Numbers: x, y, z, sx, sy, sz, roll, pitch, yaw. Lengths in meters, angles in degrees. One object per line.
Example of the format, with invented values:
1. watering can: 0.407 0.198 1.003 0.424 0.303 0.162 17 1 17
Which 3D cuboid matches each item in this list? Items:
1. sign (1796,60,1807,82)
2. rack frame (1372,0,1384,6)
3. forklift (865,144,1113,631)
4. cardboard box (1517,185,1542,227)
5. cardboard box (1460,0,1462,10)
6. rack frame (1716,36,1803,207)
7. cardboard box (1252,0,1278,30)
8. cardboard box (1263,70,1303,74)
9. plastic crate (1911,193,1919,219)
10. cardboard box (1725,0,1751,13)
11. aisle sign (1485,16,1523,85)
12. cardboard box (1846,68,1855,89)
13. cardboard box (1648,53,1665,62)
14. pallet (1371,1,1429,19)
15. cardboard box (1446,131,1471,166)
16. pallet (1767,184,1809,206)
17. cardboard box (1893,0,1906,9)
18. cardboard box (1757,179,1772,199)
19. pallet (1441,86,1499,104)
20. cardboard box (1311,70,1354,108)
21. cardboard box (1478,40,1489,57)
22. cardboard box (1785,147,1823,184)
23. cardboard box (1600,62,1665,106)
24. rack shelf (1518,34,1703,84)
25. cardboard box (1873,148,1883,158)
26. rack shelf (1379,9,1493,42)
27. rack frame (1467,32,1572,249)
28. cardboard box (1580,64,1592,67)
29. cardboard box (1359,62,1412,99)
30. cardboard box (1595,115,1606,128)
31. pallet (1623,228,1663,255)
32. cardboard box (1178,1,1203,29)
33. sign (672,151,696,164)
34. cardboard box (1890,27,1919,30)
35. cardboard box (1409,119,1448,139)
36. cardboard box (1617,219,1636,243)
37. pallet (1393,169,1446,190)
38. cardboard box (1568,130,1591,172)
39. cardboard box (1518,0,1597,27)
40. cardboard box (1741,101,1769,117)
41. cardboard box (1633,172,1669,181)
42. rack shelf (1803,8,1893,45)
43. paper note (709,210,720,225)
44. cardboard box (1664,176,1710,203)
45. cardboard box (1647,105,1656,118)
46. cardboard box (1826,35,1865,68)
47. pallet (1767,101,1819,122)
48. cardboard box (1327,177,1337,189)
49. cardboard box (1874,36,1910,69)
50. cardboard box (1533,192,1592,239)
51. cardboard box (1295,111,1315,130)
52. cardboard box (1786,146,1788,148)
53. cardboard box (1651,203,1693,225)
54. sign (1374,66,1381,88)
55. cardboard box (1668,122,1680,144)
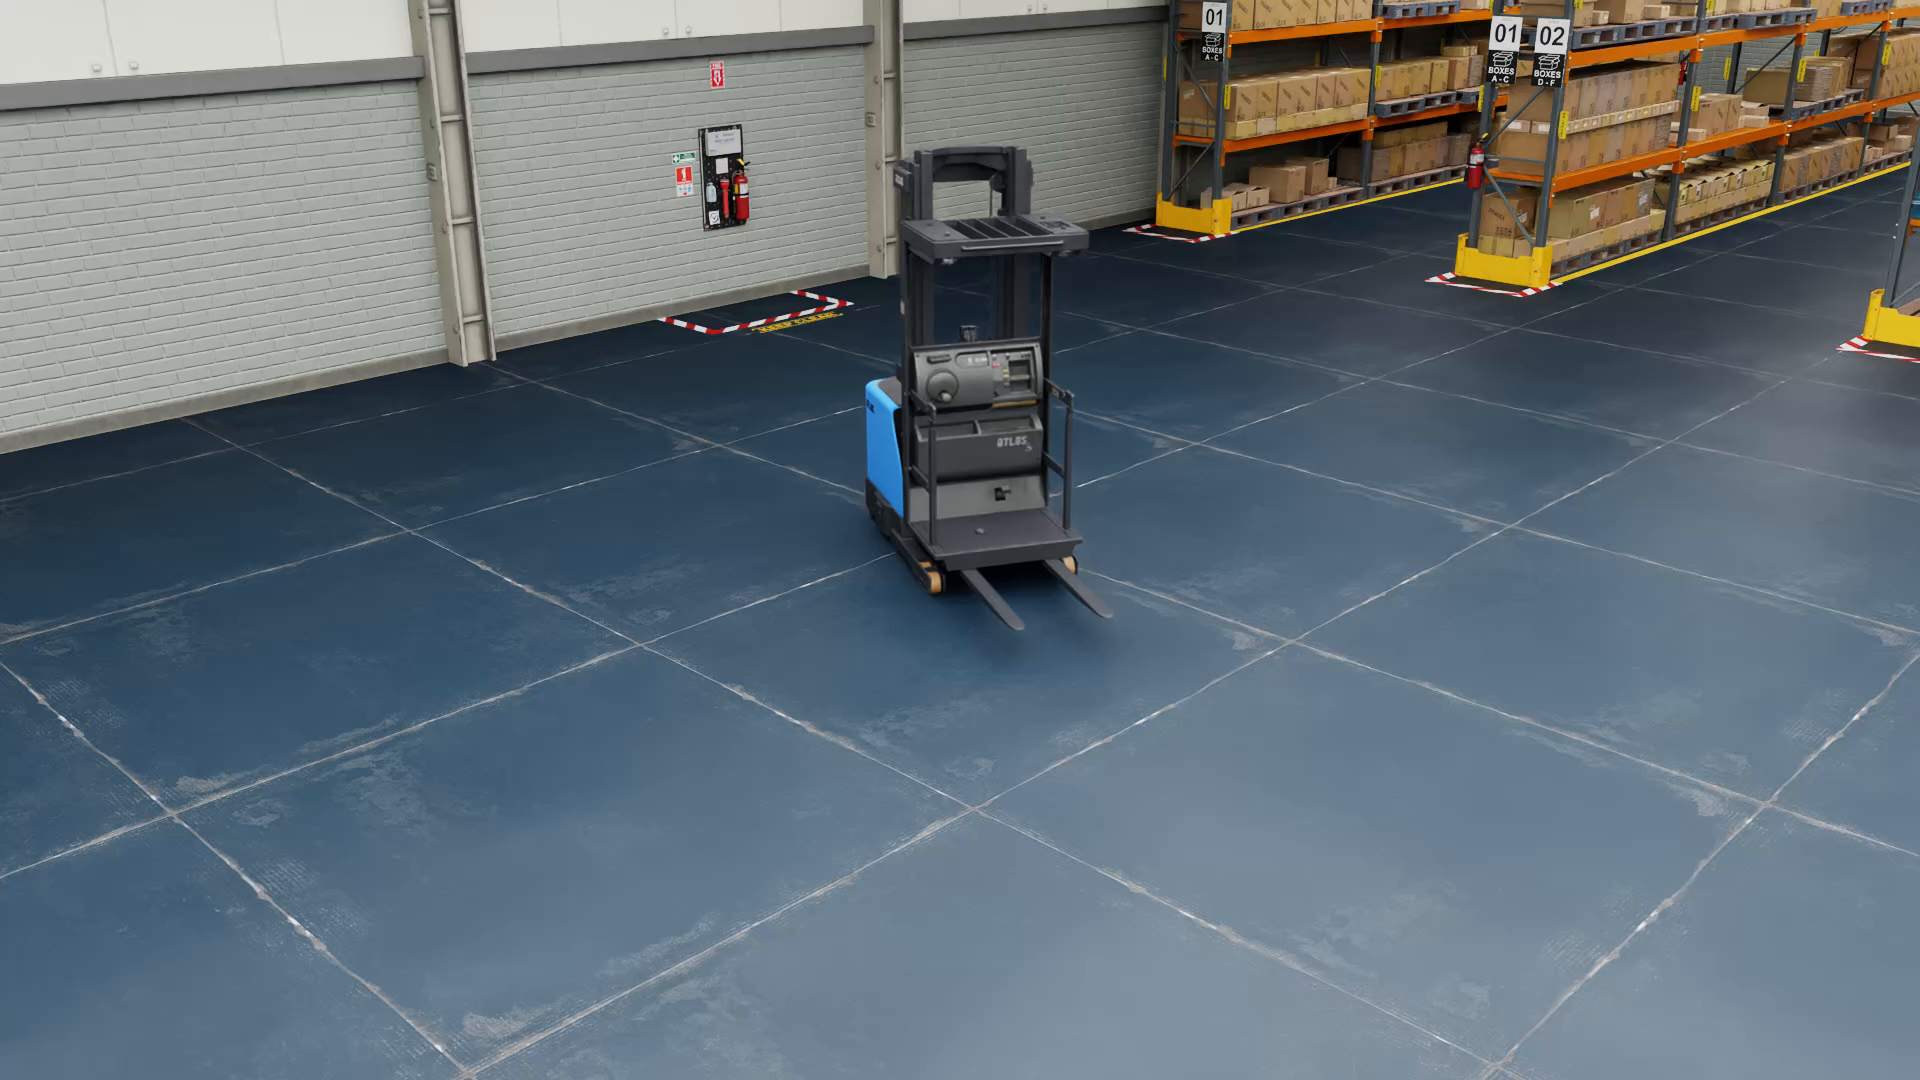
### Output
1. sign: 12.908 -7.197 25.504 0.100 0.325 0.005 19 28 41
2. rack frame: 6.166 -9.805 25.543 1.000 3.000 0.127 19 28 41
3. forklift: 0.200 -1.147 11.474 1.130 2.935 3.031 -7 22 -17
4. cardboard box: 7.775 -4.474 22.235 0.500 0.500 0.500 19 28 41
5. cardboard box: 7.985 -9.181 27.927 0.637 0.503 0.797 -15 26 -35
6. rack frame: 12.508 -6.794 26.071 1.000 3.000 0.127 19 28 41
7. cardboard box: 4.188 -7.585 23.781 0.500 0.500 0.500 -18 27 -39
8. cardboard box: 4.973 -6.967 25.656 0.500 0.500 0.500 -19 28 -41
9. plastic crate: 10.608 -3.631 18.049 0.499 0.251 0.616 19 28 41
10. cardboard box: 11.095 -7.769 24.048 0.500 0.250 0.500 16 26 36
11. aisle sign: 6.671 -6.008 20.401 0.394 0.787 0.004 19 28 41
12. cardboard box: 15.463 -8.062 29.229 0.500 0.500 0.500 -20 28 -41
13. cardboard box: 13.689 -9.906 33.749 0.980 0.700 0.700 19 28 40
14. pallet: 6.672 -8.450 26.458 1.213 0.211 1.003 19 28 41
15. cardboard box: 8.491 -6.874 29.148 0.500 0.500 0.700 -20 29 -41
16. pallet: 13.056 -5.675 27.046 1.003 0.211 1.213 19 28 41
17. cardboard box: 15.815 -9.216 28.399 0.500 0.250 0.500 19 28 41
18. cardboard box: 12.315 -5.511 25.978 0.500 0.250 0.500 -19 28 -41
19. pallet: 8.535 -7.734 28.782 1.213 0.211 1.003 19 28 41
20. cardboard box: 5.713 -6.966 25.653 0.500 0.500 0.500 19 28 40
21. cardboard box: 9.477 -8.638 29.240 0.500 0.250 0.500 -19 28 -41
22. cardboard box: 13.745 -6.142 27.245 0.500 0.500 0.500 19 28 40
23. cardboard box: 9.061 -6.173 22.505 0.700 0.500 0.500 19 28 41
24. rack shelf: 8.322 -6.316 21.649 1.077 0.370 4.000 19 28 41
25. cardboard box: 16.342 -6.984 29.900 0.380 0.166 0.250 19 28 41
26. rack shelf: 7.561 -8.584 27.547 1.077 0.370 4.000 19 28 41
27. rack frame: 6.927 -4.738 20.721 1.000 3.000 0.127 19 28 41
28. cardboard box: 11.605 -9.075 31.421 0.500 0.500 0.500 19 28 40
29. cardboard box: 6.940 -7.521 27.209 0.500 0.500 0.700 -17 27 -37
30. cardboard box: 8.074 -5.400 21.400 0.380 0.149 0.250 18 27 39
31. pallet: 9.133 -4.271 23.391 1.003 0.211 1.213 19 28 41
32. cardboard box: 3.485 -7.604 23.828 0.500 0.500 0.500 -18 27 -38
33. sign: -3.143 -4.352 18.928 0.001 0.109 0.331 19 28 41
34. cardboard box: 17.590 -9.316 31.099 0.500 0.500 0.500 -19 28 -40
35. cardboard box: 8.048 -7.093 28.673 0.500 0.250 0.500 -20 28 -41
36. cardboard box: 8.856 -4.247 22.689 0.500 0.250 0.500 19 28 41
37. pallet: 7.559 -6.219 28.461 1.003 0.211 1.213 19 28 41
38. cardboard box: 7.625 -5.038 21.361 0.500 0.500 0.700 -19 28 -41
39. cardboard box: 7.331 -6.594 20.445 0.637 0.503 0.797 -18 27 -38
40. cardboard box: 12.223 -6.670 25.872 0.500 0.311 0.500 -18 27 -39
41. cardboard box: 10.153 -5.252 24.523 0.500 0.311 0.500 -19 28 -41
42. rack shelf: 13.903 -8.373 26.999 1.077 0.370 4.000 19 28 41
43. paper note: -2.866 -3.766 19.419 0.016 0.148 0.142 19 28 41
44. cardboard box: 10.537 -5.112 24.159 0.500 0.311 0.500 19 28 40
45. cardboard box: 9.144 -5.793 22.423 0.380 0.149 0.250 19 28 41
46. cardboard box: 15.465 -8.531 29.055 0.500 0.500 0.500 19 28 41
47. pallet: 12.930 -6.897 26.604 1.213 0.211 1.003 19 28 41
48. cardboard box: 5.814 -5.743 26.671 0.380 0.166 0.250 15 26 34
49. cardboard box: 16.188 -8.519 29.026 0.500 0.500 0.500 18 28 39
50. cardboard box: 7.808 -4.212 21.553 0.500 0.500 0.500 19 28 41
51. cardboard box: 5.009 -6.358 25.117 0.500 0.250 0.500 20 28 41
52. cardboard box: 13.353 -6.265 27.565 0.500 0.500 0.500 18 27 39
53. cardboard box: 10.176 -4.720 23.922 0.500 0.250 0.500 18 28 39
54. sign: 6.560 -7.275 26.115 0.100 0.325 0.005 19 28 41
55. cardboard box: 10.029 -5.834 23.780 0.500 0.250 0.500 -18 27 -39
